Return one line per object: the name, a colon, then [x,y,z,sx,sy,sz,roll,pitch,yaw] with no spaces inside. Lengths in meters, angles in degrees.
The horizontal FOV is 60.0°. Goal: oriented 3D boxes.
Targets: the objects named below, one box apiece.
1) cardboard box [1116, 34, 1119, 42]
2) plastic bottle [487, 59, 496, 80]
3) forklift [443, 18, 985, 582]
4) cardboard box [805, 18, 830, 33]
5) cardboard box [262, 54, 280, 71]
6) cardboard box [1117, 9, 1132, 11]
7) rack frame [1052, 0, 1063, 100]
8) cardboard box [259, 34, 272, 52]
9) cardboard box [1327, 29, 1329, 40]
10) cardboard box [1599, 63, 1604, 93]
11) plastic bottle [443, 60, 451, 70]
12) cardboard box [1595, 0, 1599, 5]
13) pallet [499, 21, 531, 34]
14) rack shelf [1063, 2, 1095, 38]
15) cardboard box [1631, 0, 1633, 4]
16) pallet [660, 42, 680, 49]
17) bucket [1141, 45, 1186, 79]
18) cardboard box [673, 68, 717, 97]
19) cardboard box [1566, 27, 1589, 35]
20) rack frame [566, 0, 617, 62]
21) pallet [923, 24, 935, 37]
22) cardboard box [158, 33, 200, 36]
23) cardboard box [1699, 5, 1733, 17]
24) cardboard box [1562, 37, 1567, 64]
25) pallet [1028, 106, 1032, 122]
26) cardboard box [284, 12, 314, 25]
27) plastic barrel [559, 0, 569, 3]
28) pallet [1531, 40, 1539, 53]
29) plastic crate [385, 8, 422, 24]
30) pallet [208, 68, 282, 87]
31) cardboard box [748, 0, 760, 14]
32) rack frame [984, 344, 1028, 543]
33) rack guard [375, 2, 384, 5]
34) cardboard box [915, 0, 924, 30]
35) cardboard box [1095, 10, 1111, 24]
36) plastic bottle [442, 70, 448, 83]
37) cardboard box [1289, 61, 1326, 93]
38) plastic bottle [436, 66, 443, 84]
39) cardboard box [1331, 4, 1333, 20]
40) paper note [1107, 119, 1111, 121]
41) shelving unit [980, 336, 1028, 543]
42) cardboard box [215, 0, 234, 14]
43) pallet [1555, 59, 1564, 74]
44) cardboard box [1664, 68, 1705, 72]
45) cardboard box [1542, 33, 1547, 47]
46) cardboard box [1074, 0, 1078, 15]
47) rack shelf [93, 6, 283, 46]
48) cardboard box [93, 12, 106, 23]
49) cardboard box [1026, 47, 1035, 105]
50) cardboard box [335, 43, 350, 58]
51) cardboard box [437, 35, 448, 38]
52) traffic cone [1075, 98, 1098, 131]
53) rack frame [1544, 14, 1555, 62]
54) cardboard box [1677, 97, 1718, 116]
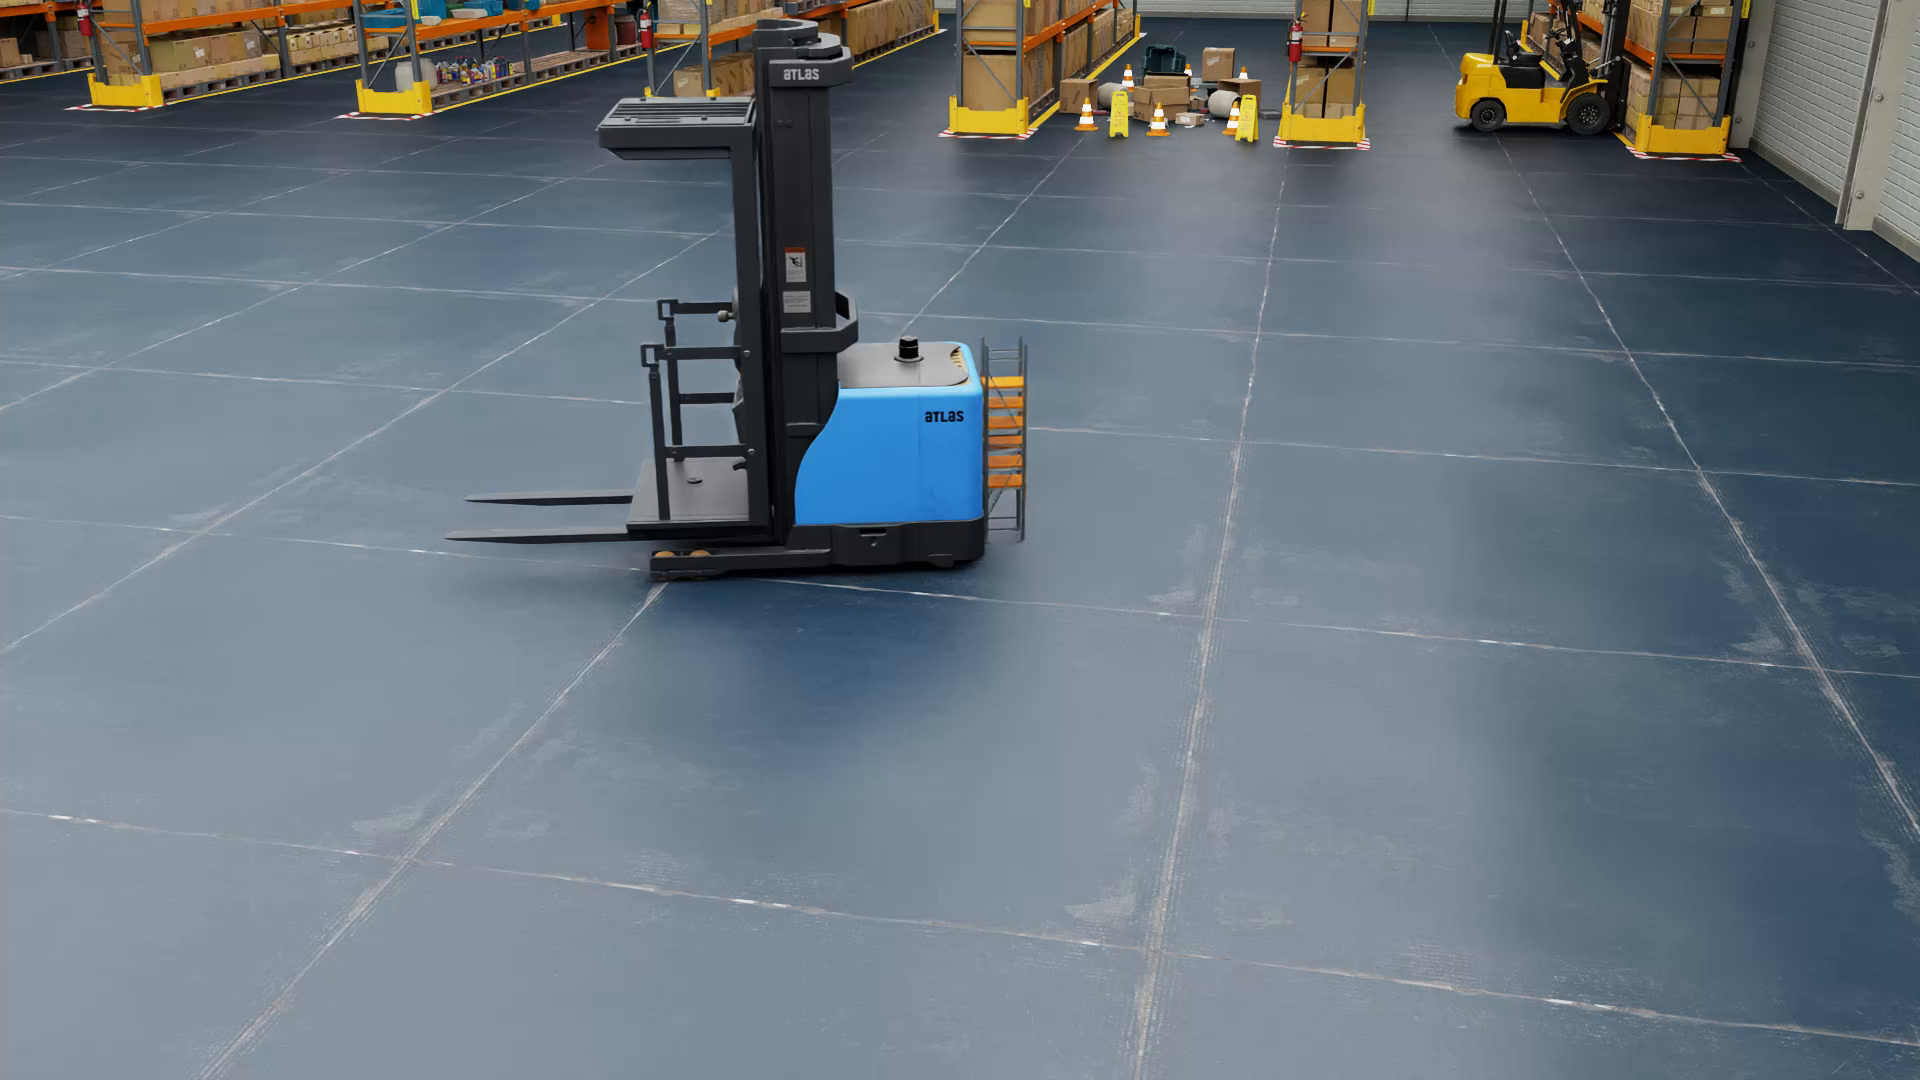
cardboard box: [3.279,-10.981,36.357,0.380,0.149,0.250,3,22,9]
plastic bottle: [-8.380,-8.396,29.642,0.144,0.351,0.185,4,22,11]
forklift: [-1.404,-1.333,9.239,3.031,2.935,1.130,-2,22,-4]
cardboard box: [-2.868,-10.097,32.662,0.500,0.250,0.500,5,23,13]
cardboard box: [-13.155,-8.978,31.250,0.500,0.250,0.500,4,22,11]
cardboard box: [3.846,-12.398,39.080,0.380,0.149,0.250,5,22,12]
rack frame: [1.258,-9.074,28.368,1.000,3.000,0.127,4,22,11]
cardboard box: [-13.472,-9.595,32.030,0.500,0.311,0.500,4,22,11]
cardboard box: [5.404,-7.680,25.243,0.380,0.149,0.250,5,22,12]
cardboard box: [11.080,-7.641,27.428,0.875,0.625,0.625,5,23,13]
plastic bottle: [-9.122,-8.354,29.537,0.144,0.351,0.185,4,22,10]
cardboard box: [11.163,-9.276,28.402,0.500,0.250,0.500,5,22,12]
pallet: [-11.254,-12.576,40.798,1.003,0.211,1.213,4,22,11]
rack shelf: [1.666,-9.471,30.319,1.077,0.370,4.000,4,22,11]
cardboard box: [10.407,-8.234,25.282,0.380,0.149,0.250,4,22,10]
pallet: [-6.992,-11.220,37.429,1.003,0.211,1.213,4,22,11]
bucket: [3.487,-8.035,28.136,0.726,0.611,0.620,13,15,29]
cardboard box: [-4.250,-7.288,26.719,0.500,0.500,0.500,9,24,21]
cardboard box: [11.951,-9.838,32.182,0.380,0.149,0.250,3,22,8]
rack frame: [-7.610,-11.329,33.969,1.000,3.000,0.127,4,22,11]
pallet: [-1.215,-12.286,40.076,1.003,0.211,1.213,4,22,11]
cardboard box: [-13.979,-8.818,29.848,0.500,0.500,0.500,4,22,11]
cardboard box: [10.491,-7.345,23.074,0.380,0.149,0.250,4,22,10]
cardboard box: [11.893,-9.399,31.961,0.500,0.500,0.500,5,23,13]
pallet: [0.528,-6.616,25.998,1.003,0.211,1.213,4,22,11]
cardboard box: [-16.239,-12.848,40.524,0.700,0.500,0.500,5,22,12]
plastic barrel: [-7.778,-10.689,32.197,0.433,0.535,0.433,0,22,0]
pallet: [13.005,-10.687,36.107,1.003,0.211,1.213,4,22,11]
plastic crate: [-9.295,-8.777,27.832,0.499,0.251,0.408,4,22,11]
pallet: [-13.478,-8.664,31.084,1.003,0.211,1.213,4,22,11]
cardboard box: [-3.869,-9.143,28.007,0.875,0.500,0.500,4,22,11]
rack frame: [0.262,-0.543,9.595,0.240,1.200,0.006,-2,22,-6]
rack guard: [-15.671,-13.860,43.597,1.175,0.500,0.348,4,22,11]
cardboard box: [-1.367,-12.514,39.192,0.875,0.875,0.875,4,22,11]
cardboard box: [2.868,-10.904,34.693,0.500,0.250,0.500,6,23,13]
plastic bottle: [-9.064,-8.153,29.238,0.097,0.201,0.097,0,22,0]
cardboard box: [5.319,-7.042,25.437,0.500,0.500,0.500,5,23,13]
plastic bottle: [-9.114,-8.135,29.084,0.061,0.283,0.133,4,22,11]
cardboard box: [5.882,-7.983,25.128,0.500,0.500,0.500,4,22,10]
paper note: [2.415,-6.662,26.356,0.144,0.017,0.142,13,25,29]
shelving unit: [0.251,-0.577,9.680,0.258,1.200,0.189,-2,22,-6]
cardboard box: [-13.566,-9.752,29.920,0.700,0.500,0.500,5,22,12]
pallet: [12.241,-9.241,32.516,1.003,0.211,1.213,4,22,11]
cardboard box: [10.662,-6.803,24.510,0.500,0.250,0.500,4,22,11]
cardboard box: [12.516,-10.565,35.170,0.396,0.266,0.258,5,23,13]
cardboard box: [1.835,-9.659,29.688,0.500,0.500,0.500,4,22,11]
rack shelf: [-13.682,-9.180,29.596,1.077,0.370,4.000,4,22,11]
cardboard box: [-17.802,-10.636,34.002,0.500,0.250,0.500,4,22,9]
cardboard box: [0.693,-7.395,26.482,0.875,0.875,0.875,4,22,10]
cardboard box: [-12.636,-9.856,33.429,0.500,0.250,0.500,5,22,12]
cardboard box: [-11.775,-11.464,37.060,0.500,0.500,0.500,4,22,9]
traffic cone: [1.940,-6.520,25.423,0.336,0.463,0.334,4,22,11]
rack frame: [12.617,-11.282,33.852,1.000,3.000,0.127,4,22,11]
cardboard box: [10.467,-6.201,23.684,0.500,0.250,0.500,5,22,12]
